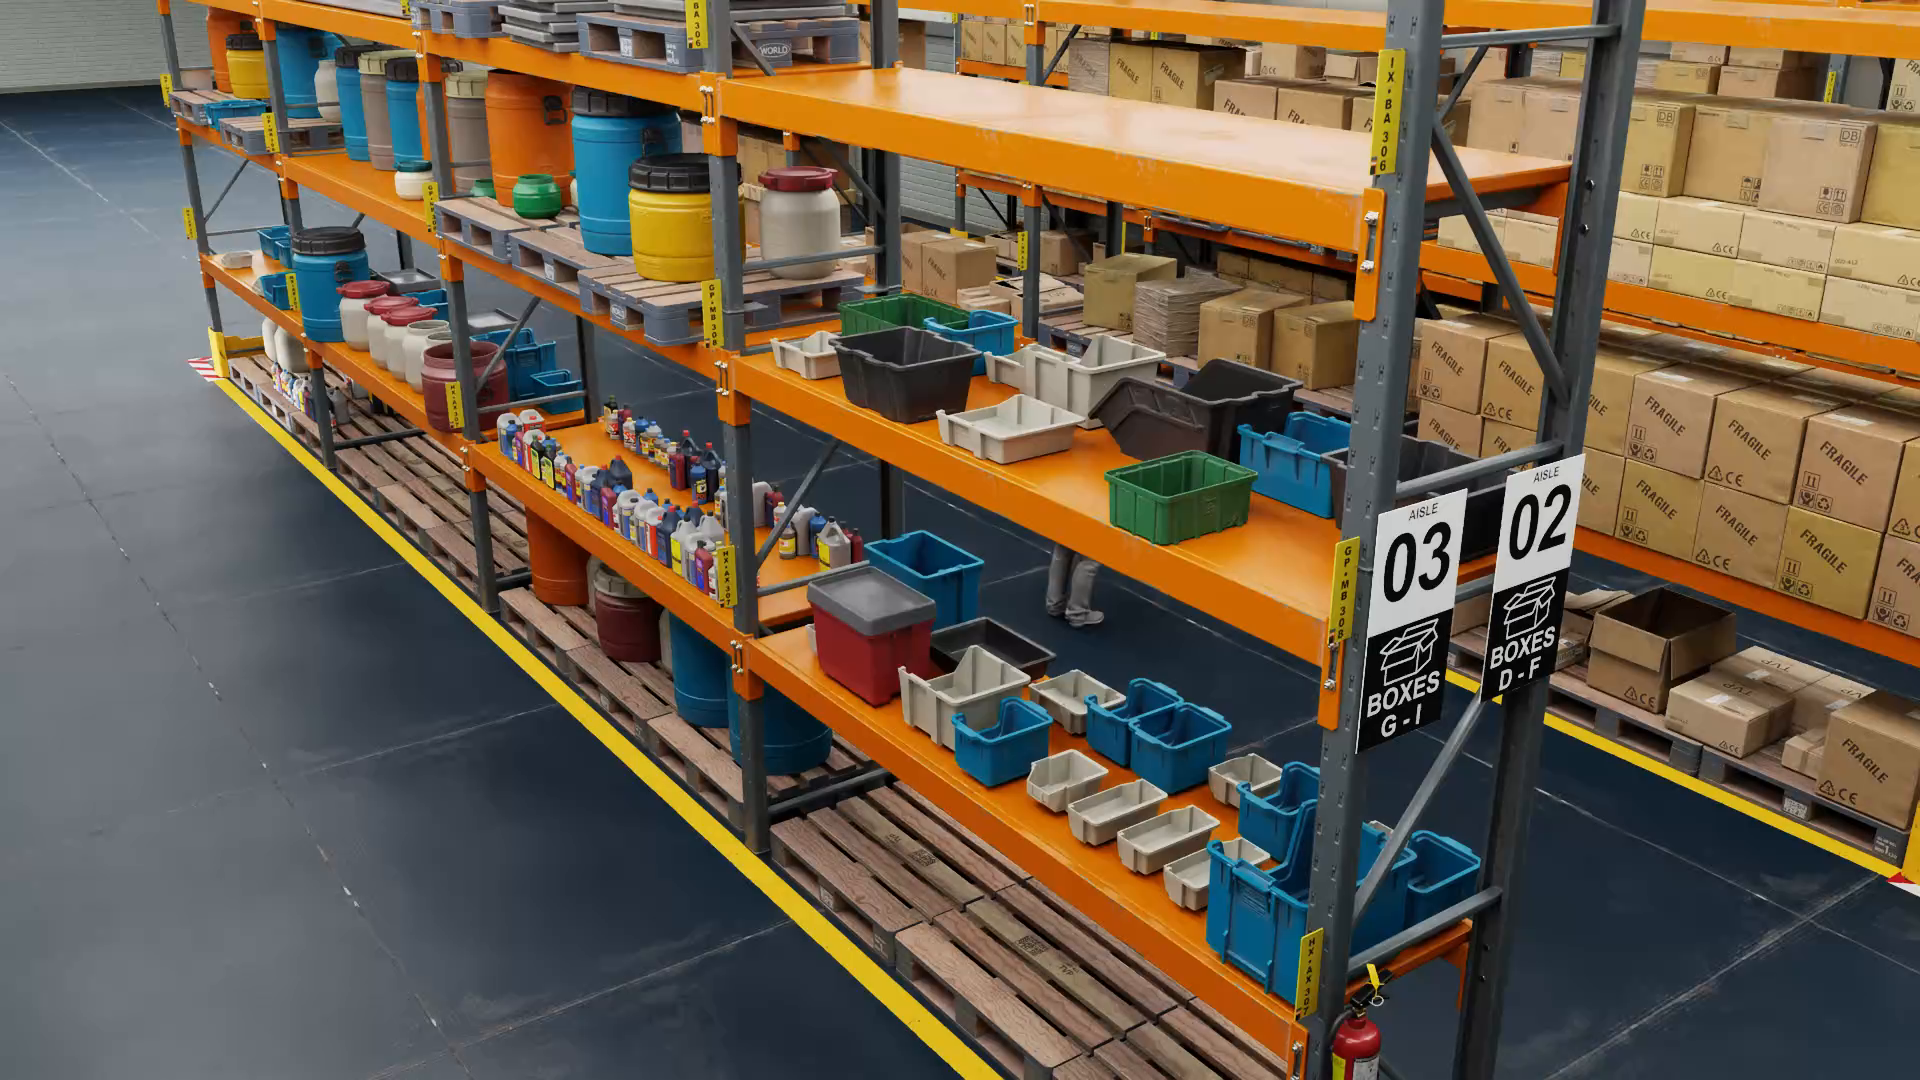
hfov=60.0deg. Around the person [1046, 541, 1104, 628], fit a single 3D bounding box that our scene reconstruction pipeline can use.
[{"bbox_3d":[0.872,-0.275,11.789,0.584,1.756,0.484,-15,26,-34],"label":"person"}]
